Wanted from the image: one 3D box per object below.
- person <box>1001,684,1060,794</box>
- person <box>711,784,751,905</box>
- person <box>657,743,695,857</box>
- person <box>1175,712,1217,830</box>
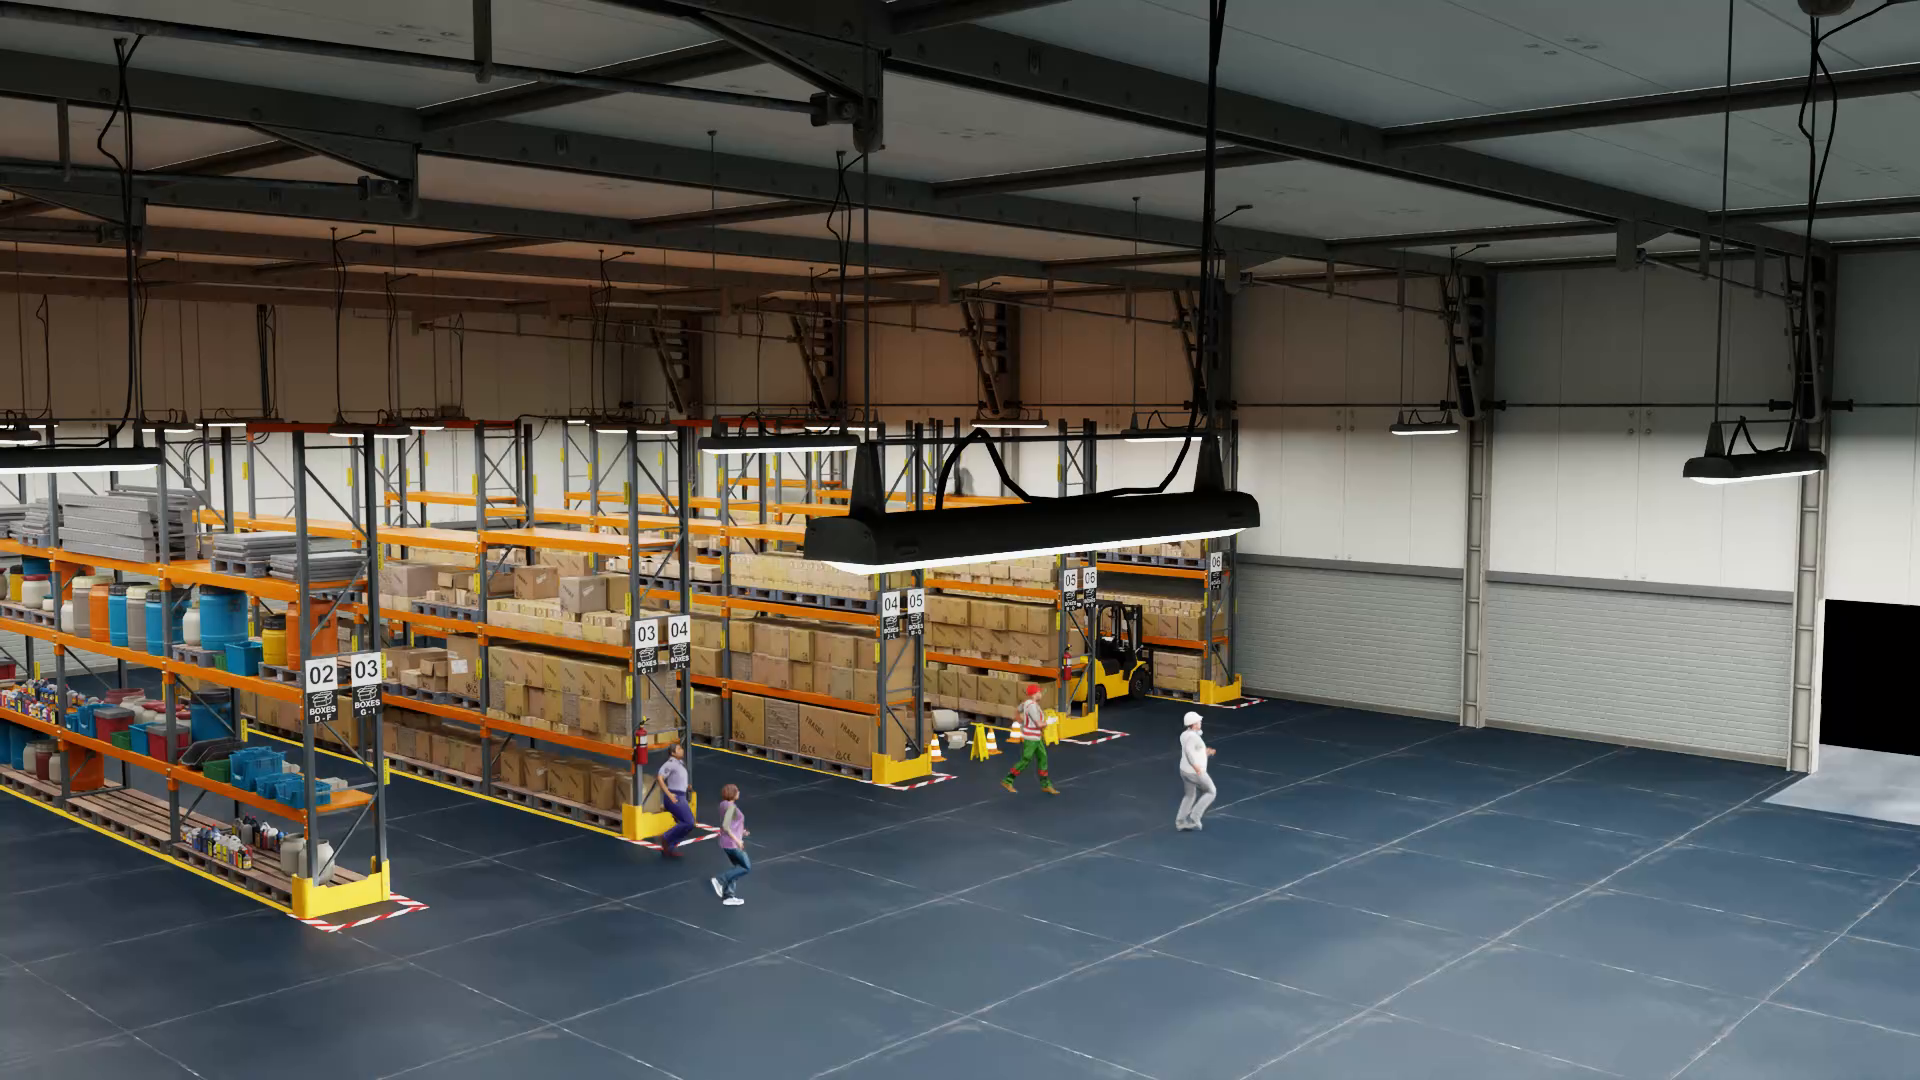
[{"bbox_3d":[1.137,3.216,26.796,0.964,1.800,0.659,0,5,0],"label":"person"},{"bbox_3d":[-2.895,3.847,20.996,0.548,1.558,0.544,-2,5,-22],"label":"person"},{"bbox_3d":[-3.948,3.637,23.288,0.506,1.568,0.620,0,5,-2],"label":"person"},{"bbox_3d":[3.511,3.426,24.712,0.642,1.751,0.644,-2,5,-18],"label":"person"}]
